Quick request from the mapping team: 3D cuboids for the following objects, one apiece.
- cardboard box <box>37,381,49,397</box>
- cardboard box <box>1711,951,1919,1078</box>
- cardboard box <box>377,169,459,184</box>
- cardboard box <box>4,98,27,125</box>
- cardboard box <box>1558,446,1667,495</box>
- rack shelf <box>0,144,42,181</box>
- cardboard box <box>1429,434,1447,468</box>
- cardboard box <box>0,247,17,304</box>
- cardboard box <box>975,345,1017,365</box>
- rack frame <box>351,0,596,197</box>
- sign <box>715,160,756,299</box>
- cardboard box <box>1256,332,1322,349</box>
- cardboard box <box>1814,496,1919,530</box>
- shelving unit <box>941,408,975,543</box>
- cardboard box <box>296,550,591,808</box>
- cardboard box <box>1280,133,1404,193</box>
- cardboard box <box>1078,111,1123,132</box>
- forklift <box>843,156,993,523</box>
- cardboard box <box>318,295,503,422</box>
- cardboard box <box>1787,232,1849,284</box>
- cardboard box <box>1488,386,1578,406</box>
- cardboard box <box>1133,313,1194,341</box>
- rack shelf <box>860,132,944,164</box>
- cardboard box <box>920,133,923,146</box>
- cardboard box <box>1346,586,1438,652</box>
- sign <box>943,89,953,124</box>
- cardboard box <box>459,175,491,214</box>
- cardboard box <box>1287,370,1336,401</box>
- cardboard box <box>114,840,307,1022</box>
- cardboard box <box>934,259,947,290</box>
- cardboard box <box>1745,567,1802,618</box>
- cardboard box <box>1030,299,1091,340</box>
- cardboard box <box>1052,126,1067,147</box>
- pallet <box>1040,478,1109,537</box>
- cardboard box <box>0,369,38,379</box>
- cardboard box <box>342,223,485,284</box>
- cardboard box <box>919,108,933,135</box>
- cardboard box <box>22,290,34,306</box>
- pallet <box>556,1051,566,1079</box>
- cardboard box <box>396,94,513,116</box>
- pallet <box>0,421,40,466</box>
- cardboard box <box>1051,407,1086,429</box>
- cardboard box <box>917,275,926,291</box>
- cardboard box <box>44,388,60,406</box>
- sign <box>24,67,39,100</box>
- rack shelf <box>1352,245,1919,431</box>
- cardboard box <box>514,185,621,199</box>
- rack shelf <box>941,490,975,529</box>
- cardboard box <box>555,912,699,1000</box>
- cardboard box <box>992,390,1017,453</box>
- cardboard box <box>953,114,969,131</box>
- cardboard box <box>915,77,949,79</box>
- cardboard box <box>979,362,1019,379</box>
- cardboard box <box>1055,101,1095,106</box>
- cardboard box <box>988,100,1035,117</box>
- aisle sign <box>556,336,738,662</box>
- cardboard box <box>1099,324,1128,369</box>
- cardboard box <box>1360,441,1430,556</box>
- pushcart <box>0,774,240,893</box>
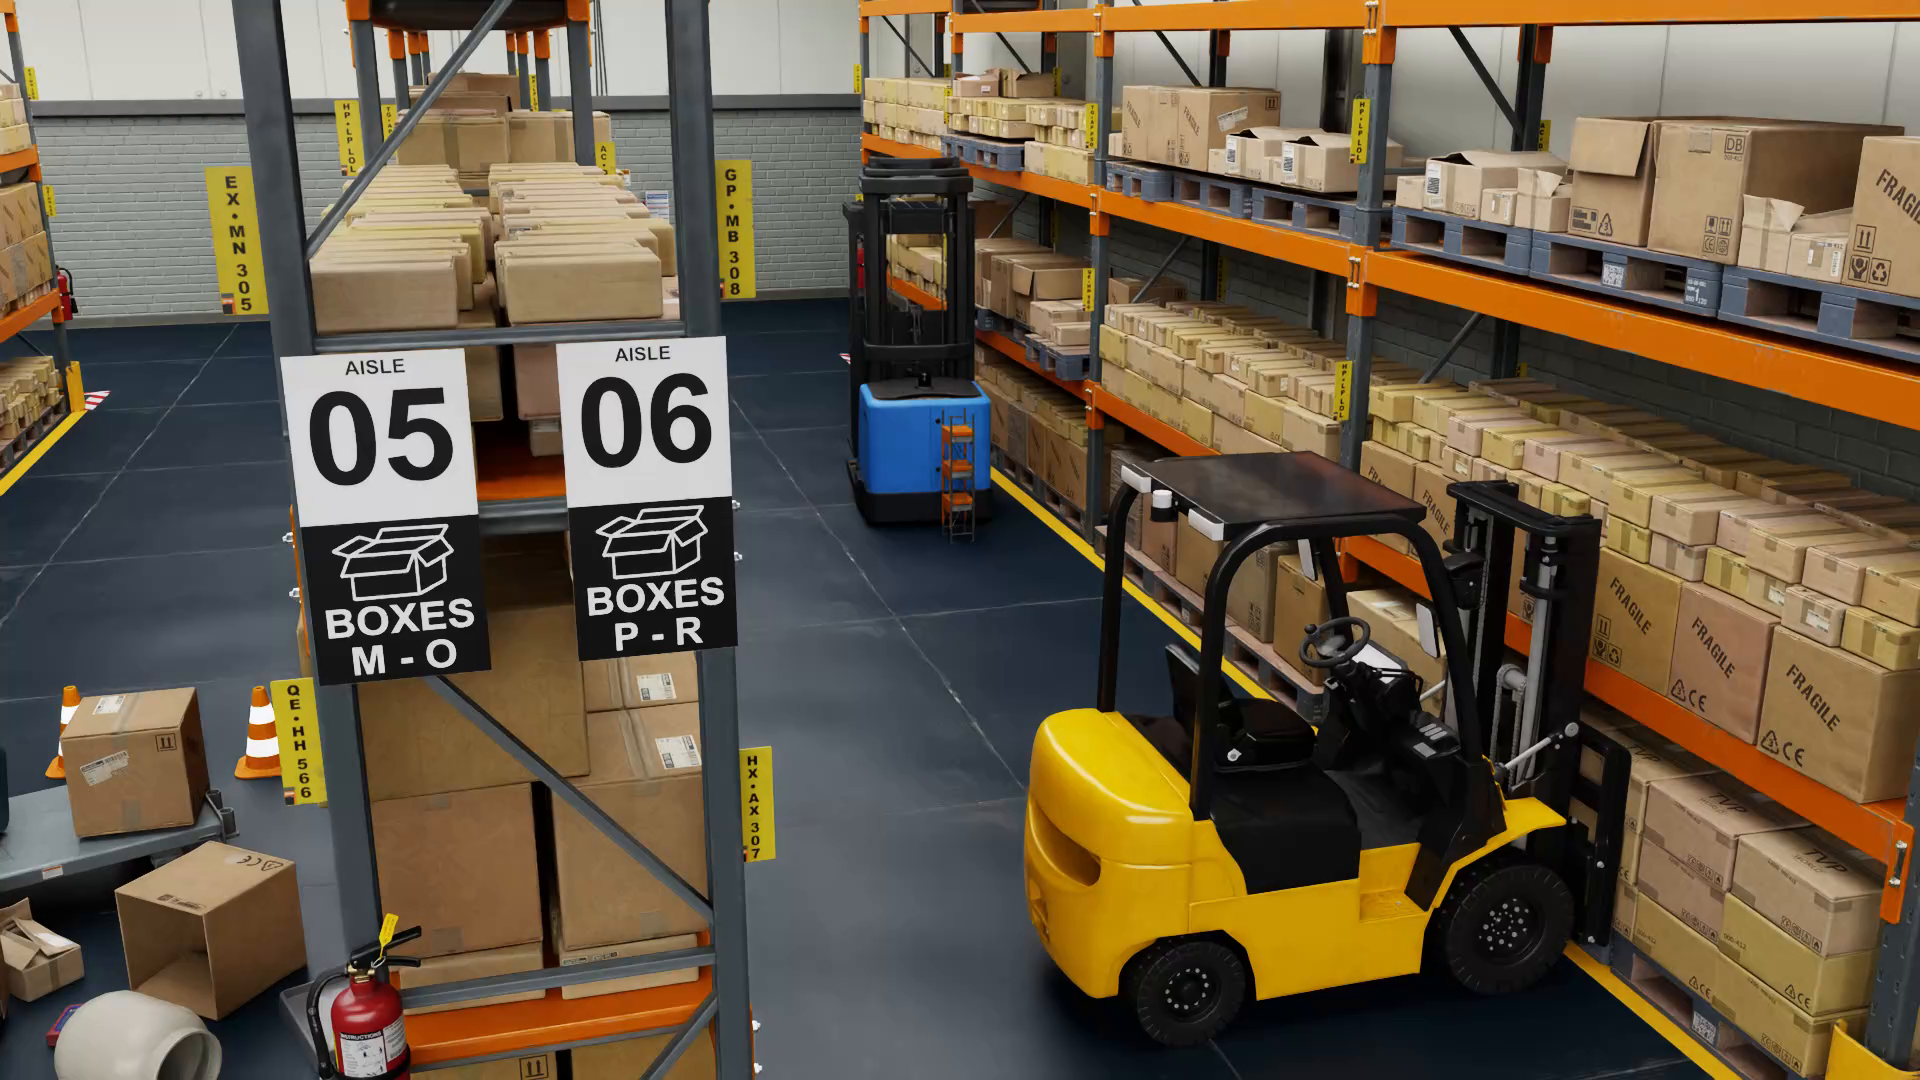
[{"bbox_3d":[-9.629,-1.559,17.136,0.380,0.149,0.250,-5,18,-18],"label":"cardboard box"},{"bbox_3d":[3.274,1.776,6.375,0.500,0.250,0.500,-5,17,-15],"label":"cardboard box"},{"bbox_3d":[-2.292,-1.463,6.946,0.380,0.149,0.250,-4,17,-14],"label":"cardboard box"},{"bbox_3d":[-9.822,-4.345,16.879,0.500,0.250,0.500,-5,18,-17],"label":"cardboard box"},{"bbox_3d":[2.926,-0.313,7.461,0.380,0.149,0.250,-5,17,-15],"label":"cardboard box"},{"bbox_3d":[-9.644,-3.387,15.548,1.077,0.370,4.000,-5,17,-15],"label":"rack shelf"},{"bbox_3d":[2.613,-0.449,8.433,0.380,0.149,0.250,-5,17,-15],"label":"cardboard box"},{"bbox_3d":[-9.410,-2.513,15.913,0.500,0.500,0.500,-4,17,-12],"label":"cardboard box"},{"bbox_3d":[0.369,-1.823,16.277,0.380,0.149,0.250,-6,18,-18],"label":"cardboard box"},{"bbox_3d":[-2.164,-2.821,7.201,1.000,3.000,0.127,-5,17,-15],"label":"rack frame"},{"bbox_3d":[-0.543,-0.739,3.966,0.100,0.325,0.005,-5,17,-15],"label":"sign"},{"bbox_3d":[2.233,-1.309,11.295,0.380,0.149,0.250,-4,17,-14],"label":"cardboard box"},{"bbox_3d":[3.641,-0.062,6.626,0.380,0.149,0.250,-5,17,-15],"label":"cardboard box"},{"bbox_3d":[-0.015,-0.518,13.350,0.215,1.050,0.252,-5,17,-15],"label":"shelving unit"},{"bbox_3d":[-1.415,0.365,4.592,0.700,0.500,0.500,-5,17,-17],"label":"cardboard box"},{"bbox_3d":[2.174,-2.165,9.483,0.500,0.311,0.500,-5,18,-17],"label":"cardboard box"},{"bbox_3d":[1.129,-3.217,12.786,0.380,0.149,0.250,-4,17,-13],"label":"cardboard box"},{"bbox_3d":[-0.447,-1.926,14.770,1.130,2.935,3.031,-2,17,-8],"label":"forklift"},{"bbox_3d":[-1.464,-0.469,4.328,0.500,0.250,0.500,-5,17,-16],"label":"cardboard box"},{"bbox_3d":[3.187,-1.005,5.903,0.380,0.149,0.250,-5,17,-17],"label":"cardboard box"},{"bbox_3d":[3.015,-0.705,8.767,0.380,0.149,0.250,-5,17,-17],"label":"cardboard box"},{"bbox_3d":[1.483,-1.552,12.103,0.380,0.149,0.250,-4,17,-14],"label":"cardboard box"},{"bbox_3d":[-0.141,-4.199,18.254,1.077,0.370,4.000,-5,17,-15],"label":"rack shelf"},{"bbox_3d":[-0.212,-4.234,17.556,0.380,0.149,0.250,-4,17,-13],"label":"cardboard box"},{"bbox_3d":[2.439,0.454,9.037,0.500,0.250,0.500,-5,17,-16],"label":"cardboard box"},{"bbox_3d":[-0.111,-4.193,16.085,0.100,0.325,0.005,-5,17,-15],"label":"sign"},{"bbox_3d":[-2.464,-1.664,8.093,0.500,0.250,0.500,-5,17,-16],"label":"cardboard box"},{"bbox_3d":[2.195,-0.918,9.994,0.380,0.149,0.250,-5,17,-15],"label":"cardboard box"},{"bbox_3d":[-3.178,1.652,7.078,0.500,0.500,0.500,7,18,23],"label":"cardboard box"},{"bbox_3d":[0.035,-2.746,17.124,0.500,0.250,0.500,-4,17,-14],"label":"cardboard box"},{"bbox_3d":[3.231,0.188,6.311,0.380,0.149,0.250,-4,17,-14],"label":"cardboard box"},{"bbox_3d":[0.907,-1.843,13.905,0.500,0.250,0.500,-6,18,-18],"label":"cardboard box"},{"bbox_3d":[0.969,-3.296,13.563,0.380,0.149,0.250,-5,17,-15],"label":"cardboard box"},{"bbox_3d":[1.339,-0.322,14.156,1.003,0.211,1.213,-5,17,-15],"label":"pallet"},{"bbox_3d":[-9.587,-1.630,16.855,0.380,0.149,0.250,-5,18,-17],"label":"cardboard box"},{"bbox_3d":[-1.583,-0.827,4.829,0.380,0.149,0.250,-5,17,-15],"label":"cardboard box"},{"bbox_3d":[-0.117,-4.318,17.142,0.500,0.250,0.500,-5,18,-17],"label":"cardboard box"},{"bbox_3d":[-9.624,-2.451,16.834,0.380,0.149,0.250,-4,17,-14],"label":"cardboard box"},{"bbox_3d":[-1.607,1.909,6.730,1.003,0.211,1.213,-5,17,-15],"label":"pallet"},{"bbox_3d":[-3.512,-2.834,11.548,0.797,0.503,0.637,-6,18,-19],"label":"cardboard box"},{"bbox_3d":[-9.652,-0.927,16.171,1.003,0.211,1.213,-5,17,-15],"label":"pallet"},{"bbox_3d":[0.994,-1.028,14.148,0.380,0.149,0.250,-5,18,-17],"label":"cardboard box"},{"bbox_3d":[-0.252,-2.785,17.947,0.380,0.149,0.250,-5,17,-16],"label":"cardboard box"},{"bbox_3d":[-9.680,-1.491,17.428,0.380,0.149,0.250,-4,17,-14],"label":"cardboard box"},{"bbox_3d":[-9.654,-4.747,17.287,0.100,0.325,0.005,-5,17,-15],"label":"sign"},{"bbox_3d":[3.157,-0.880,7.204,1.077,0.370,4.000,-5,17,-15],"label":"rack shelf"},{"bbox_3d":[-1.446,-1.222,6.142,0.380,0.149,0.250,-4,17,-15],"label":"cardboard box"},{"bbox_3d":[-0.015,-0.241,13.433,0.215,0.259,0.240,-5,17,-15],"label":"rack shelf"},{"bbox_3d":[-0.959,1.169,4.784,0.380,0.149,0.250,-5,17,-15],"label":"cardboard box"},{"bbox_3d":[0.614,-1.121,15.587,0.500,0.500,0.500,-5,17,-17],"label":"cardboard box"},{"bbox_3d":[0.146,-3.931,15.643,0.380,0.149,0.250,-5,17,-15],"label":"cardboard box"},{"bbox_3d":[-0.300,-5.306,19.564,0.500,0.250,0.500,-5,17,-17],"label":"cardboard box"},{"bbox_3d":[0.402,-1.678,16.311,0.380,0.149,0.250,-5,17,-17],"label":"cardboard box"},{"bbox_3d":[1.052,-3.764,14.570,0.380,0.149,0.250,-4,17,-14],"label":"cardboard box"},{"bbox_3d":[0.463,-3.868,14.915,0.380,0.149,0.250,-4,17,-14],"label":"cardboard box"},{"bbox_3d":[-0.750,-0.094,4.031,0.394,0.787,0.004,-5,17,-15],"label":"aisle sign"},{"bbox_3d":[1.371,-1.471,12.527,0.500,0.250,0.500,-5,17,-15],"label":"cardboard box"},{"bbox_3d":[2.478,-0.246,8.882,0.500,0.500,0.500,-5,17,-17],"label":"cardboard box"},{"bbox_3d":[-4.342,1.502,7.795,1.648,0.377,0.936,-12,20,-34],"label":"pushcart"}]
